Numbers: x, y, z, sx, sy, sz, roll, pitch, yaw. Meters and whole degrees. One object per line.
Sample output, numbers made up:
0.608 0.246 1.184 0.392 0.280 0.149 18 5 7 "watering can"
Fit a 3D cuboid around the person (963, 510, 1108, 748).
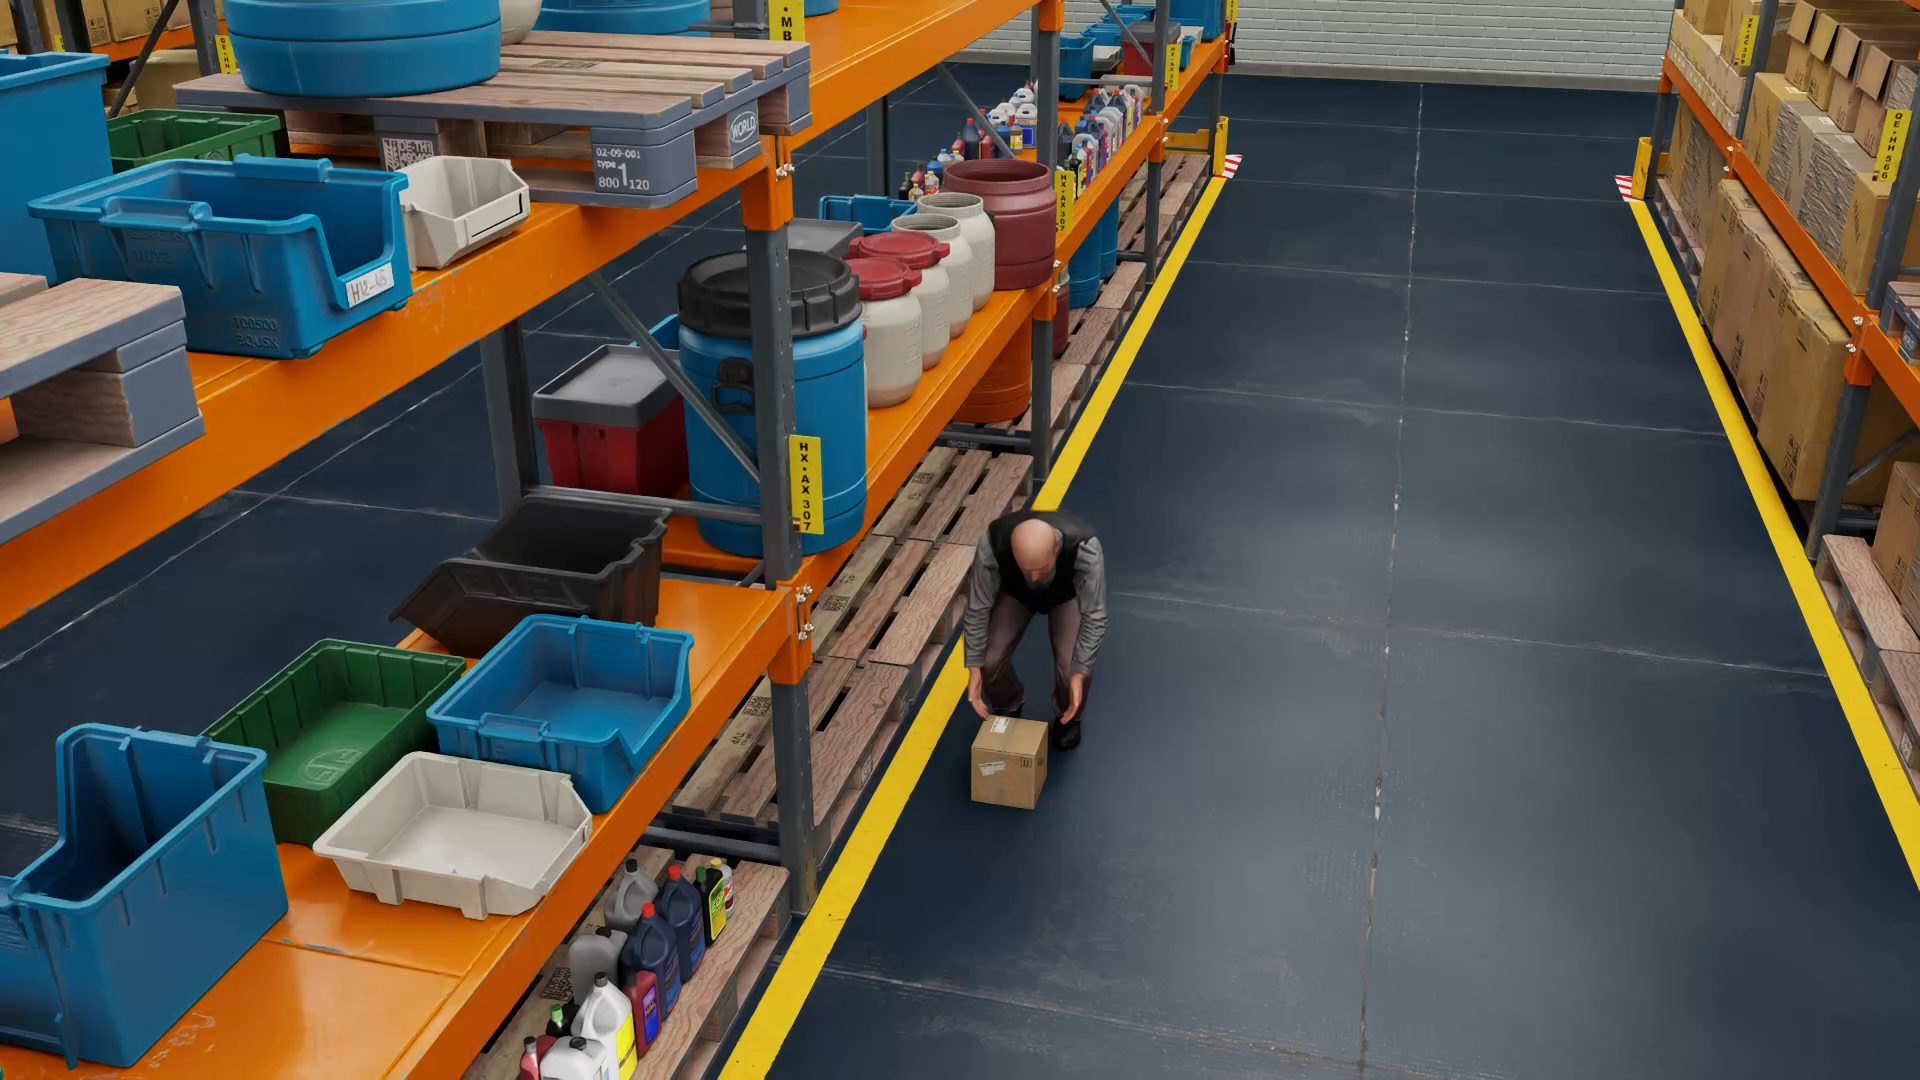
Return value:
0.333 0.314 6.659 0.568 1.139 0.823 6 26 13 "person"
